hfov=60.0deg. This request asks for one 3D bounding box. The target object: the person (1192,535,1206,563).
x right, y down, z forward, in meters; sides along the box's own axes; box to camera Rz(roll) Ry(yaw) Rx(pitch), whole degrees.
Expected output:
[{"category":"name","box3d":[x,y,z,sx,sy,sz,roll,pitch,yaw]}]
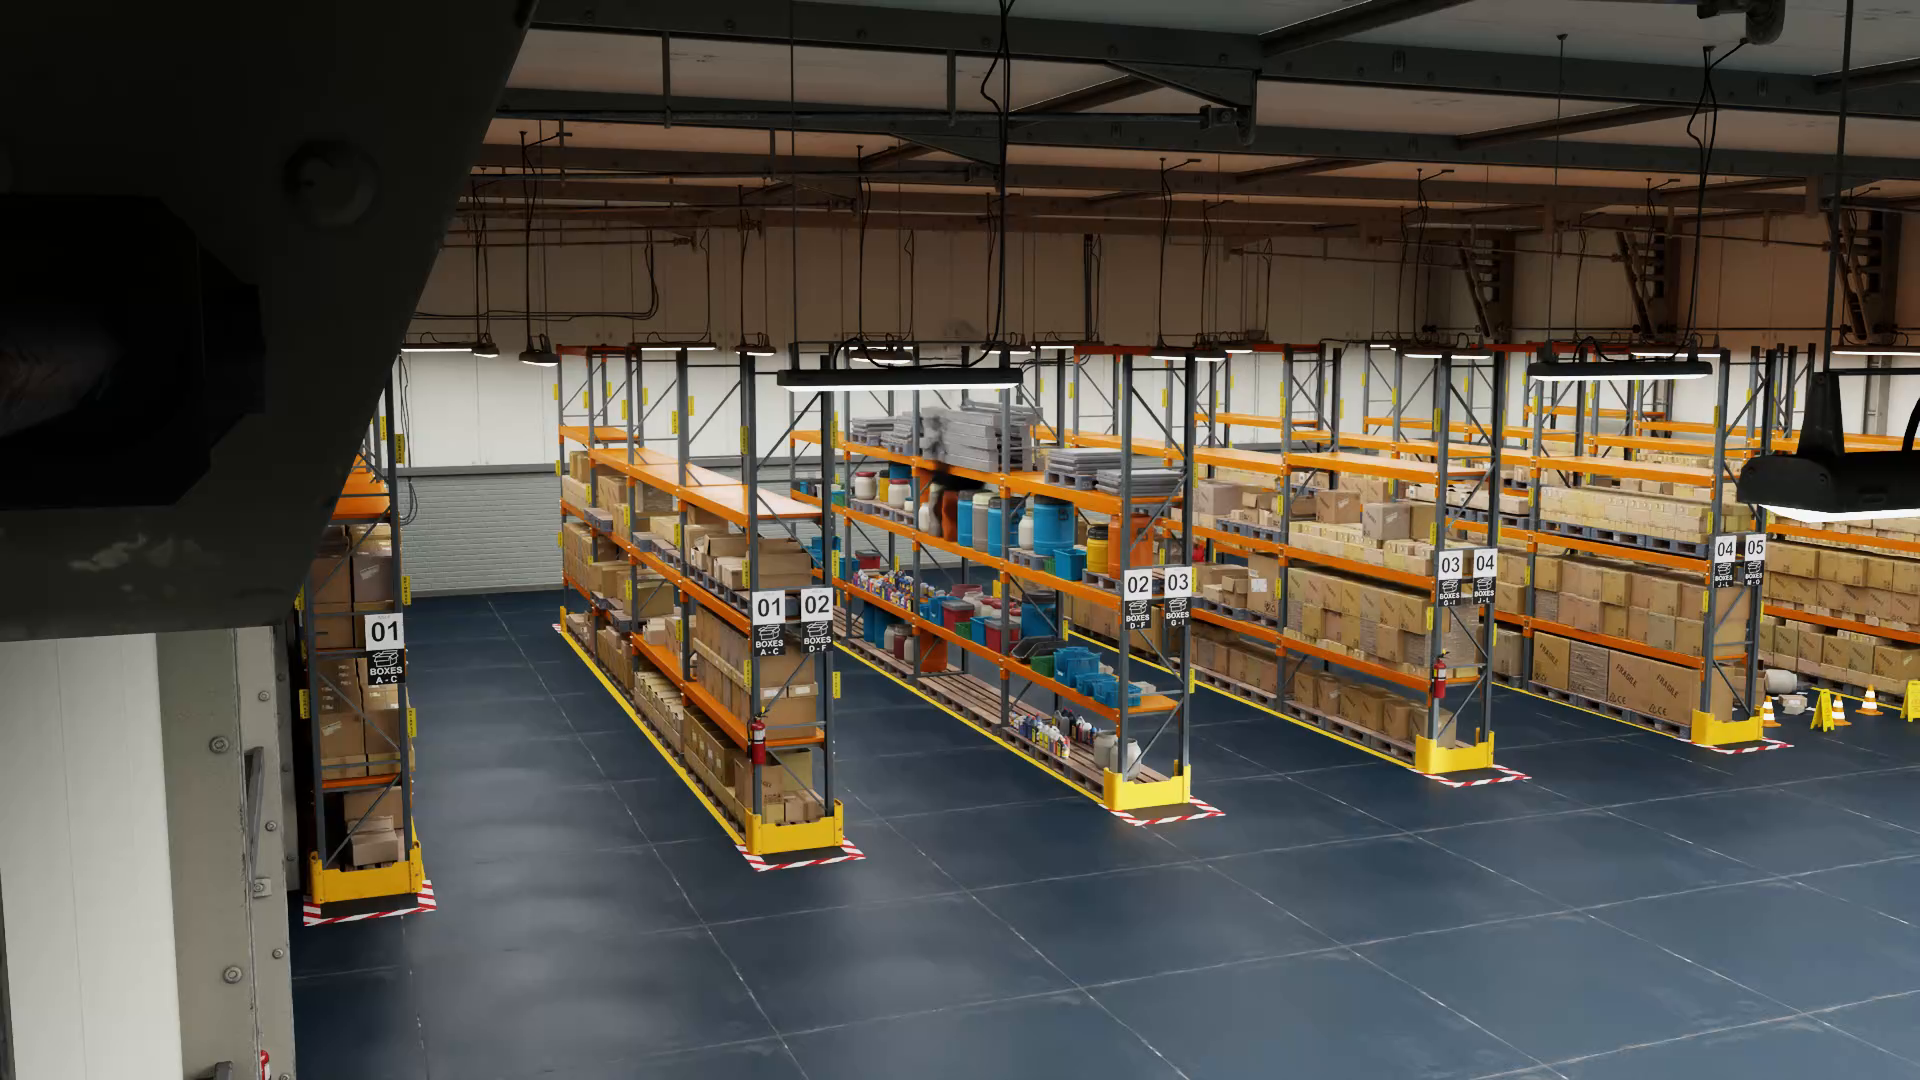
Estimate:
[{"category":"person","box3d":[5.327,0.718,37.666,0.663,1.674,0.628,-3,8,-24]}]

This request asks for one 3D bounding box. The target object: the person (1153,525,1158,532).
[{"category":"person","box3d":[4.615,0.408,40.322,0.615,1.622,0.539,1,7,8]}]
